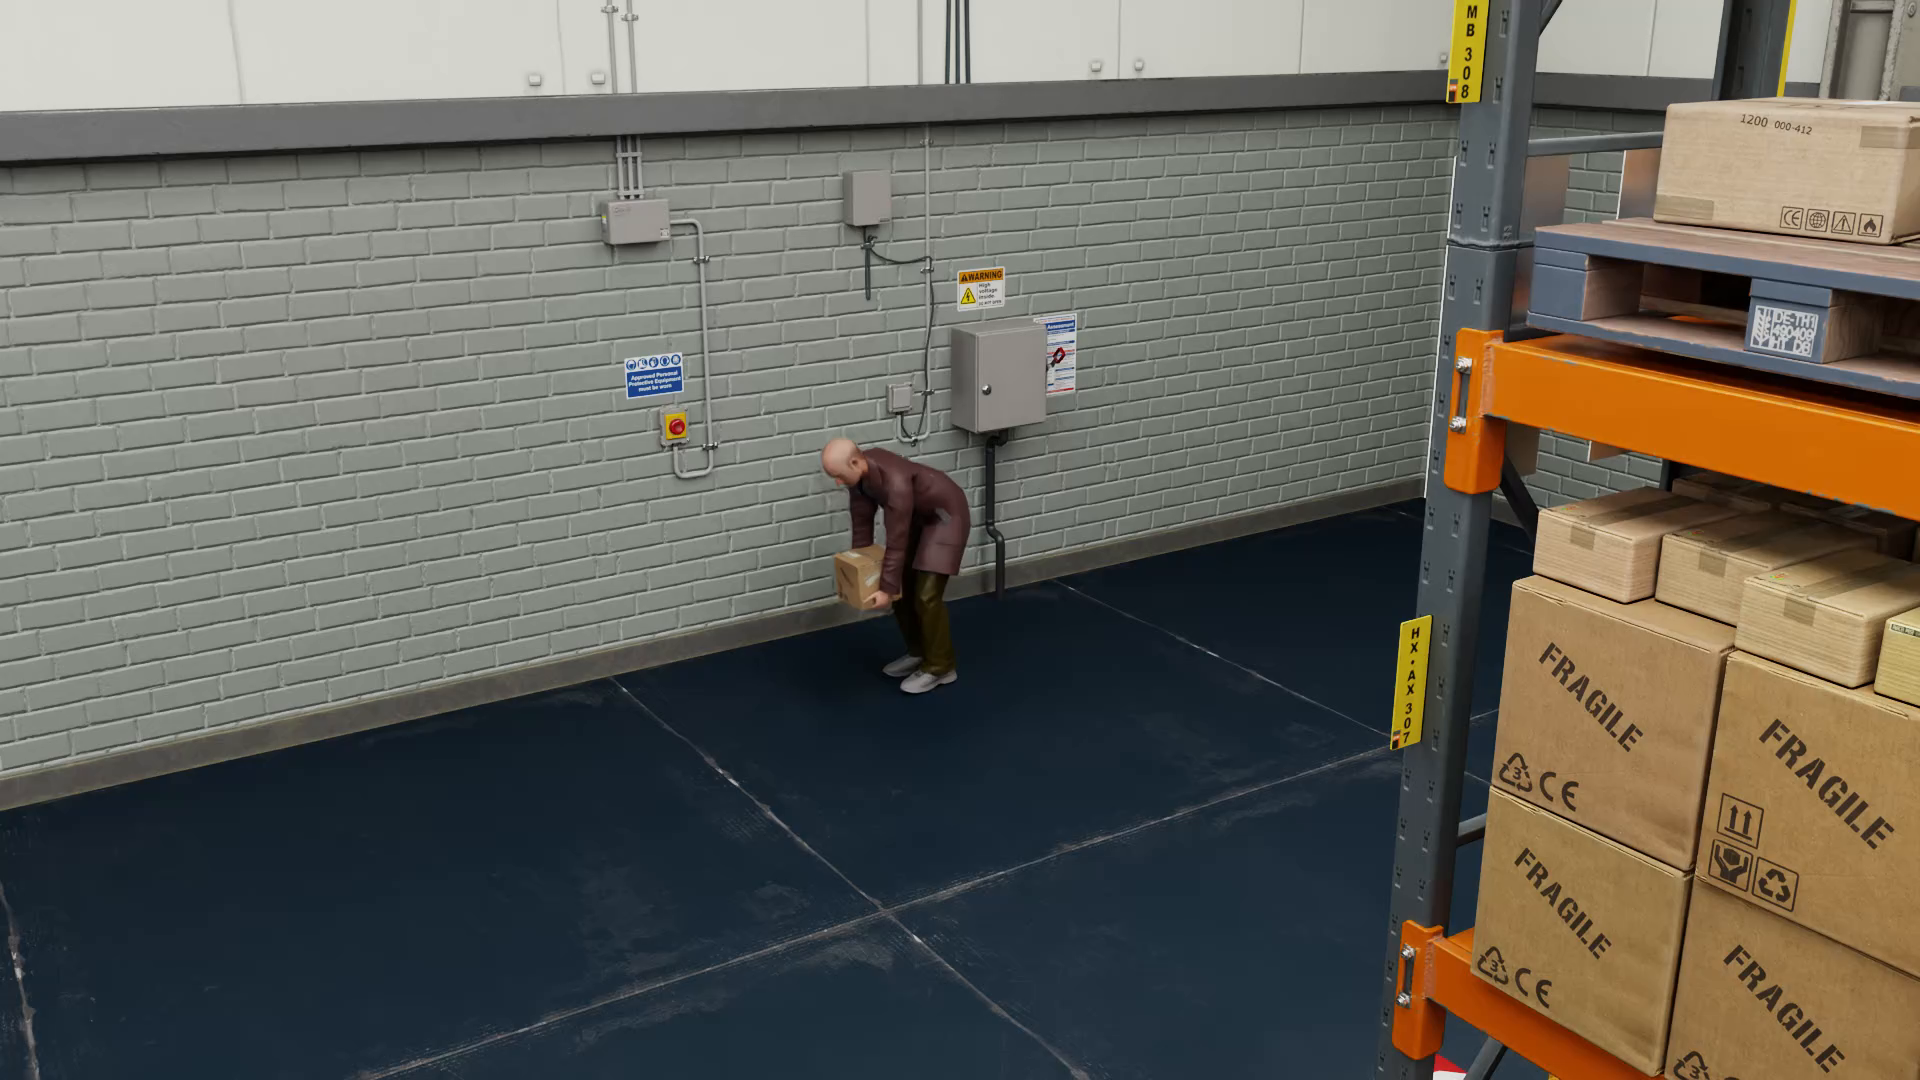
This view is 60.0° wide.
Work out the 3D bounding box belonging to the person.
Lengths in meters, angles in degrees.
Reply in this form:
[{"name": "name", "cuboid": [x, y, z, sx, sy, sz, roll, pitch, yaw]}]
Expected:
[{"name": "person", "cuboid": [-0.215, -0.090, 8.831, 0.582, 1.775, 0.695, -11, 21, -31]}]
